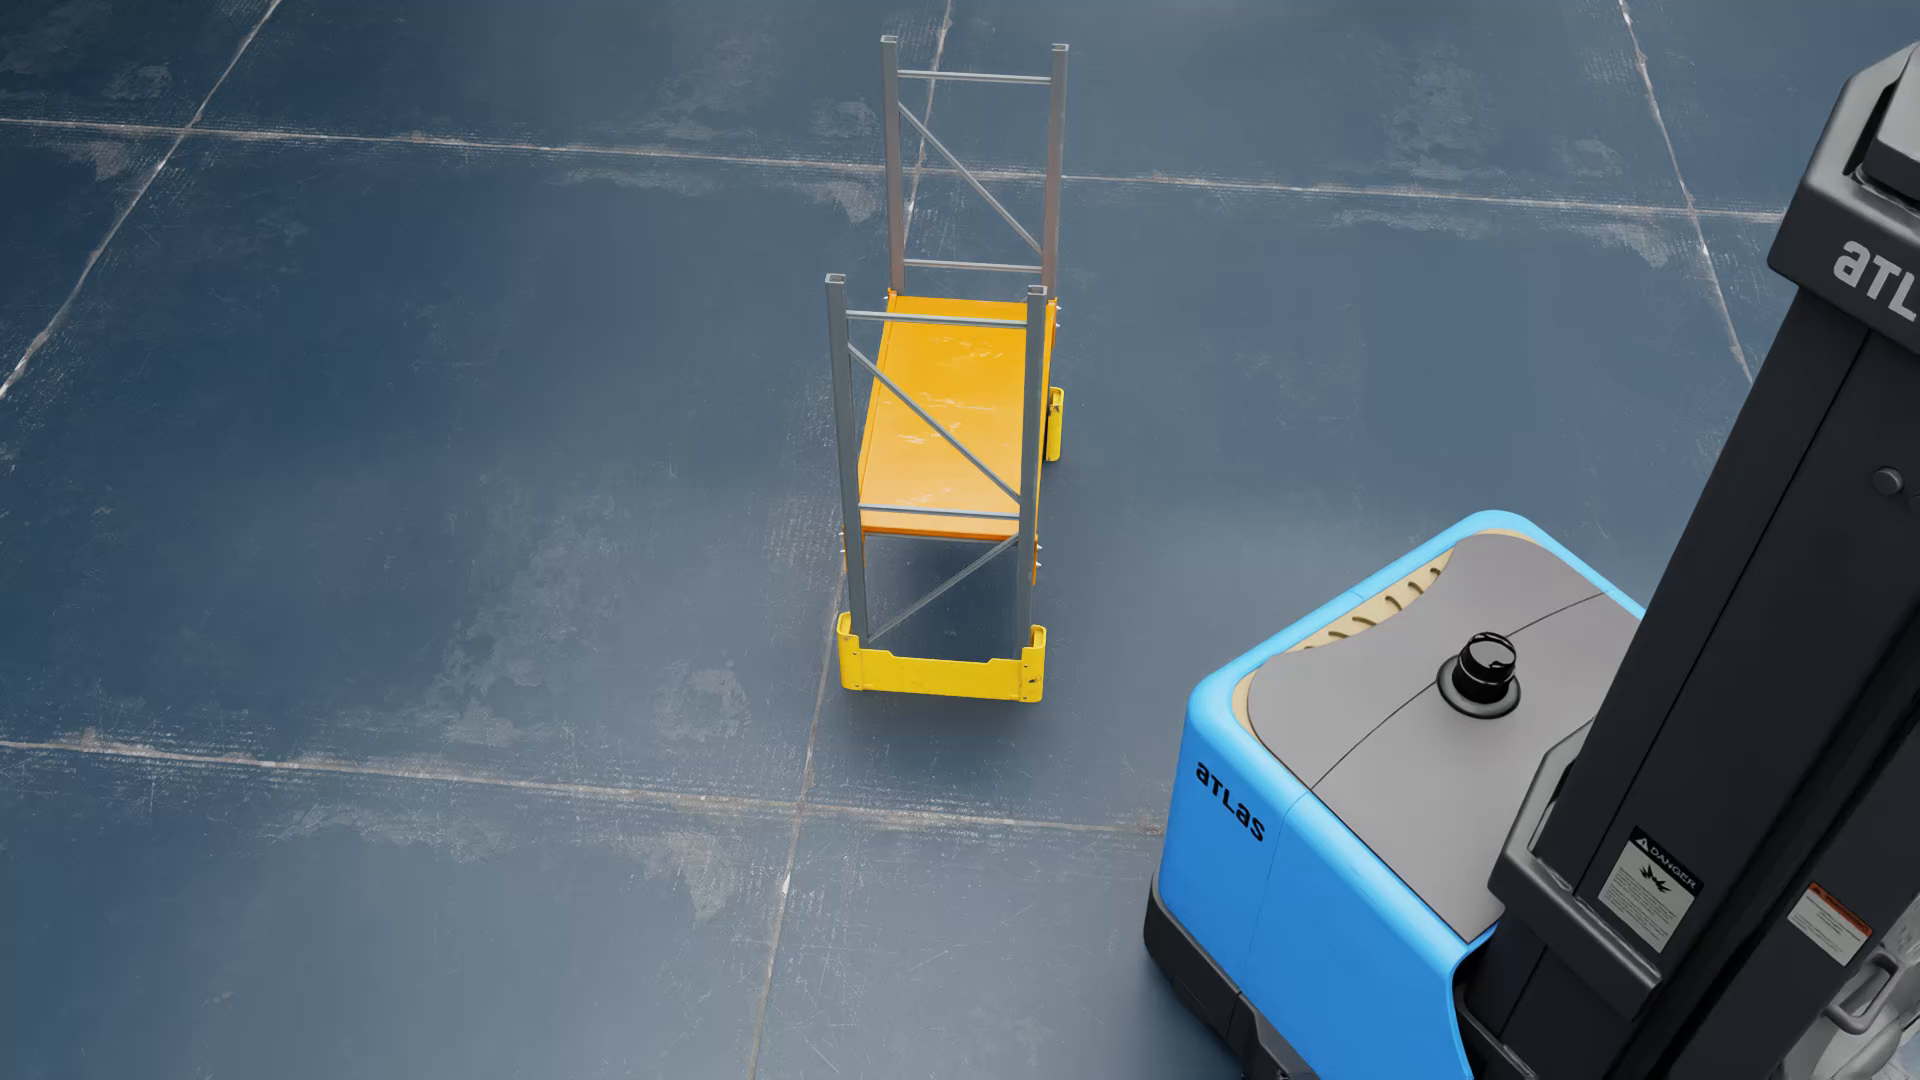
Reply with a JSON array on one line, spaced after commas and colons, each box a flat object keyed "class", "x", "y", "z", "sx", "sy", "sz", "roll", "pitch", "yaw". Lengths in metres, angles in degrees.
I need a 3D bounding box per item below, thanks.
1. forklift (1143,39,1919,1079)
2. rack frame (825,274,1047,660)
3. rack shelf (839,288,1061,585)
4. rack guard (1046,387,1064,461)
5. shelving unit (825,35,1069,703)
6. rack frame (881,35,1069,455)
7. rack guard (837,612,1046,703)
[{"class": "forklift", "x": 1.733, "y": 0.732, "z": 2.594, "sx": 1.130, "sy": 2.935, "sz": 3.031, "roll": -28, "pitch": 53, "yaw": -23}, {"class": "rack frame", "x": -0.054, "y": -0.070, "z": 4.298, "sx": 0.500, "sy": 1.500, "sz": 0.032, "roll": 4, "pitch": 48, "yaw": 4}, {"class": "rack shelf", "x": -0.008, "y": -0.322, "z": 4.772, "sx": 0.538, "sy": 0.185, "sz": 1.000, "roll": 4, "pitch": 48, "yaw": 4}, {"class": "rack guard", "x": 0.038, "y": -0.394, "z": 5.441, "sx": 0.587, "sy": 0.250, "sz": 0.087, "roll": 4, "pitch": 48, "yaw": 4}, {"class": "shelving unit", "x": -0.007, "y": -0.450, "z": 4.645, "sx": 0.587, "sy": 1.500, "sz": 1.083, "roll": 4, "pitch": 48, "yaw": 4}, {"class": "rack frame", "x": 0.039, "y": -0.817, "z": 4.981, "sx": 0.500, "sy": 1.500, "sz": 0.032, "roll": 4, "pitch": 48, "yaw": 4}, {"class": "rack guard", "x": -0.052, "y": 0.338, "z": 4.772, "sx": 0.587, "sy": 0.250, "sz": 0.087, "roll": 4, "pitch": 48, "yaw": 4}]
